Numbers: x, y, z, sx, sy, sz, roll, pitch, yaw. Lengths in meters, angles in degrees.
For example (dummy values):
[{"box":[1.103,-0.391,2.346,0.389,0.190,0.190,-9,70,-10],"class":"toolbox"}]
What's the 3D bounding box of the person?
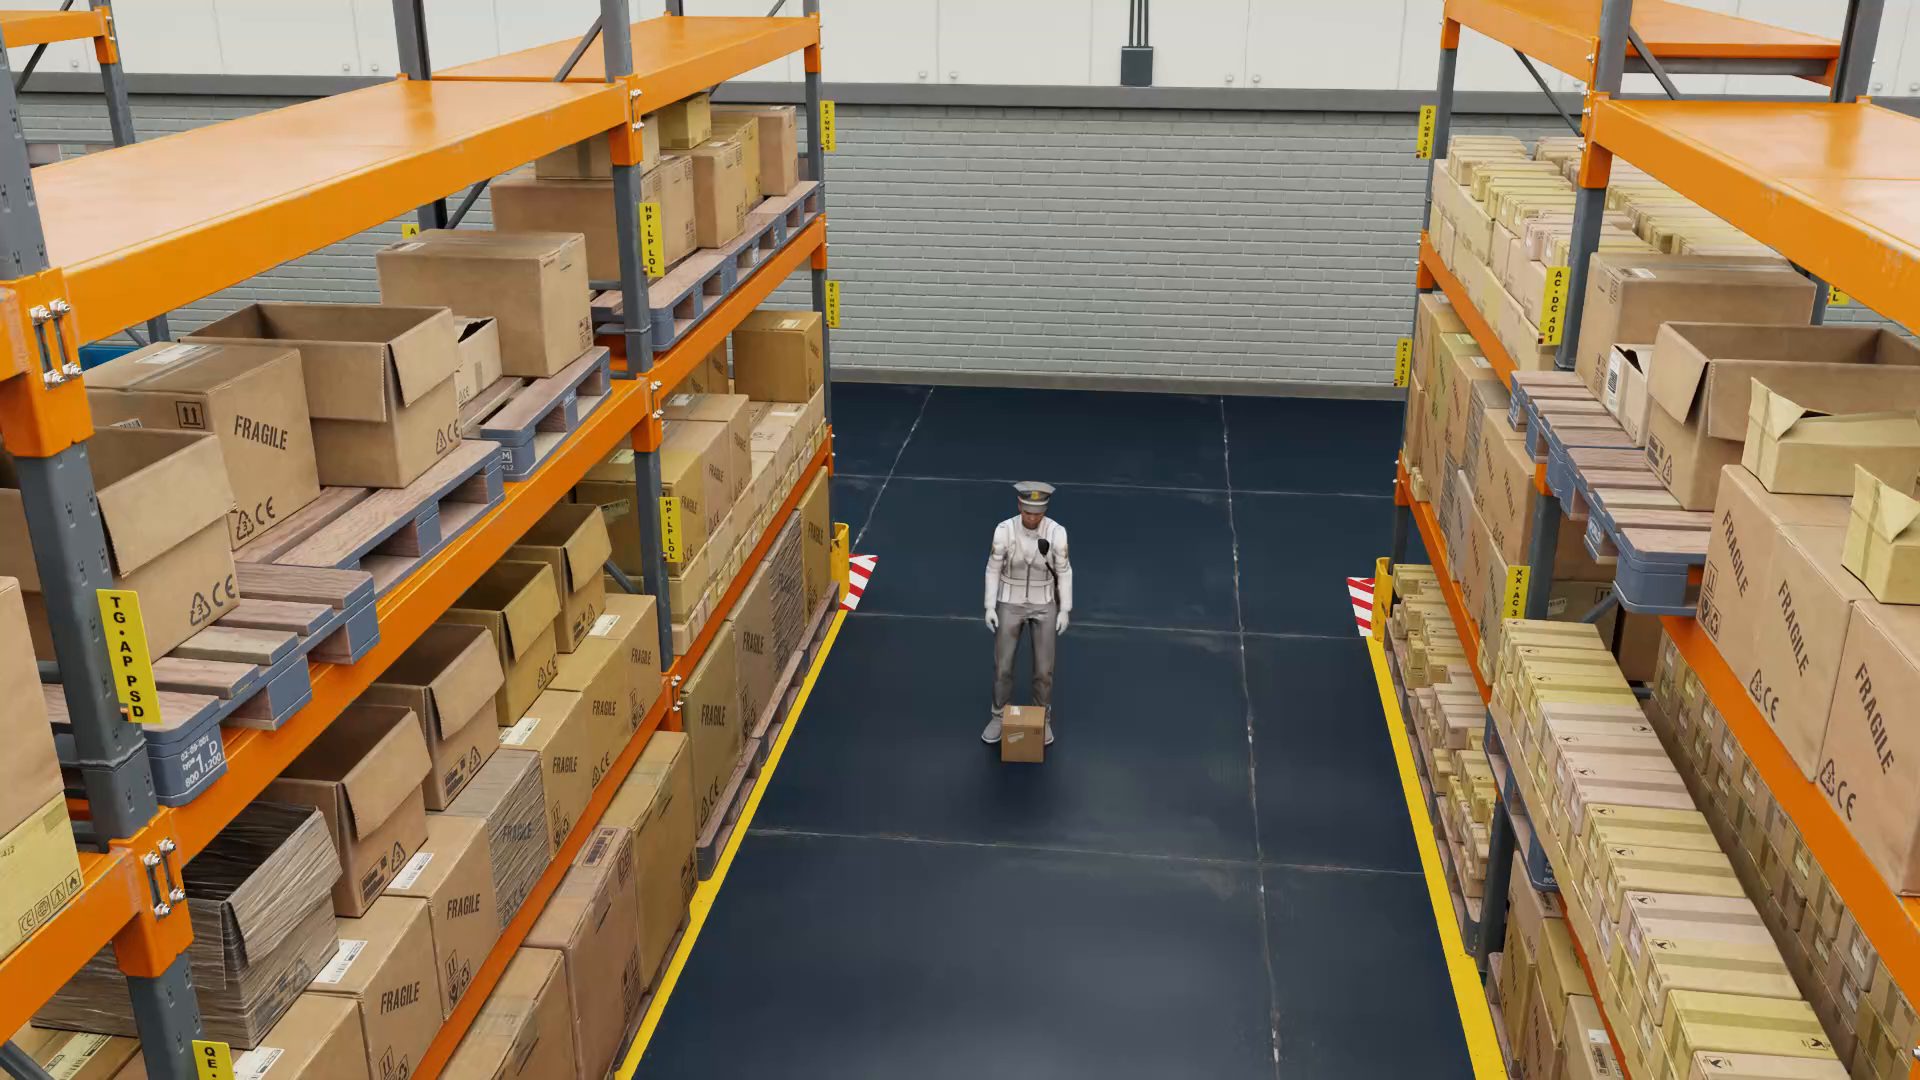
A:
[{"box":[0.407,0.424,9.995,0.534,1.662,0.374,1,21,4],"class":"person"}]
